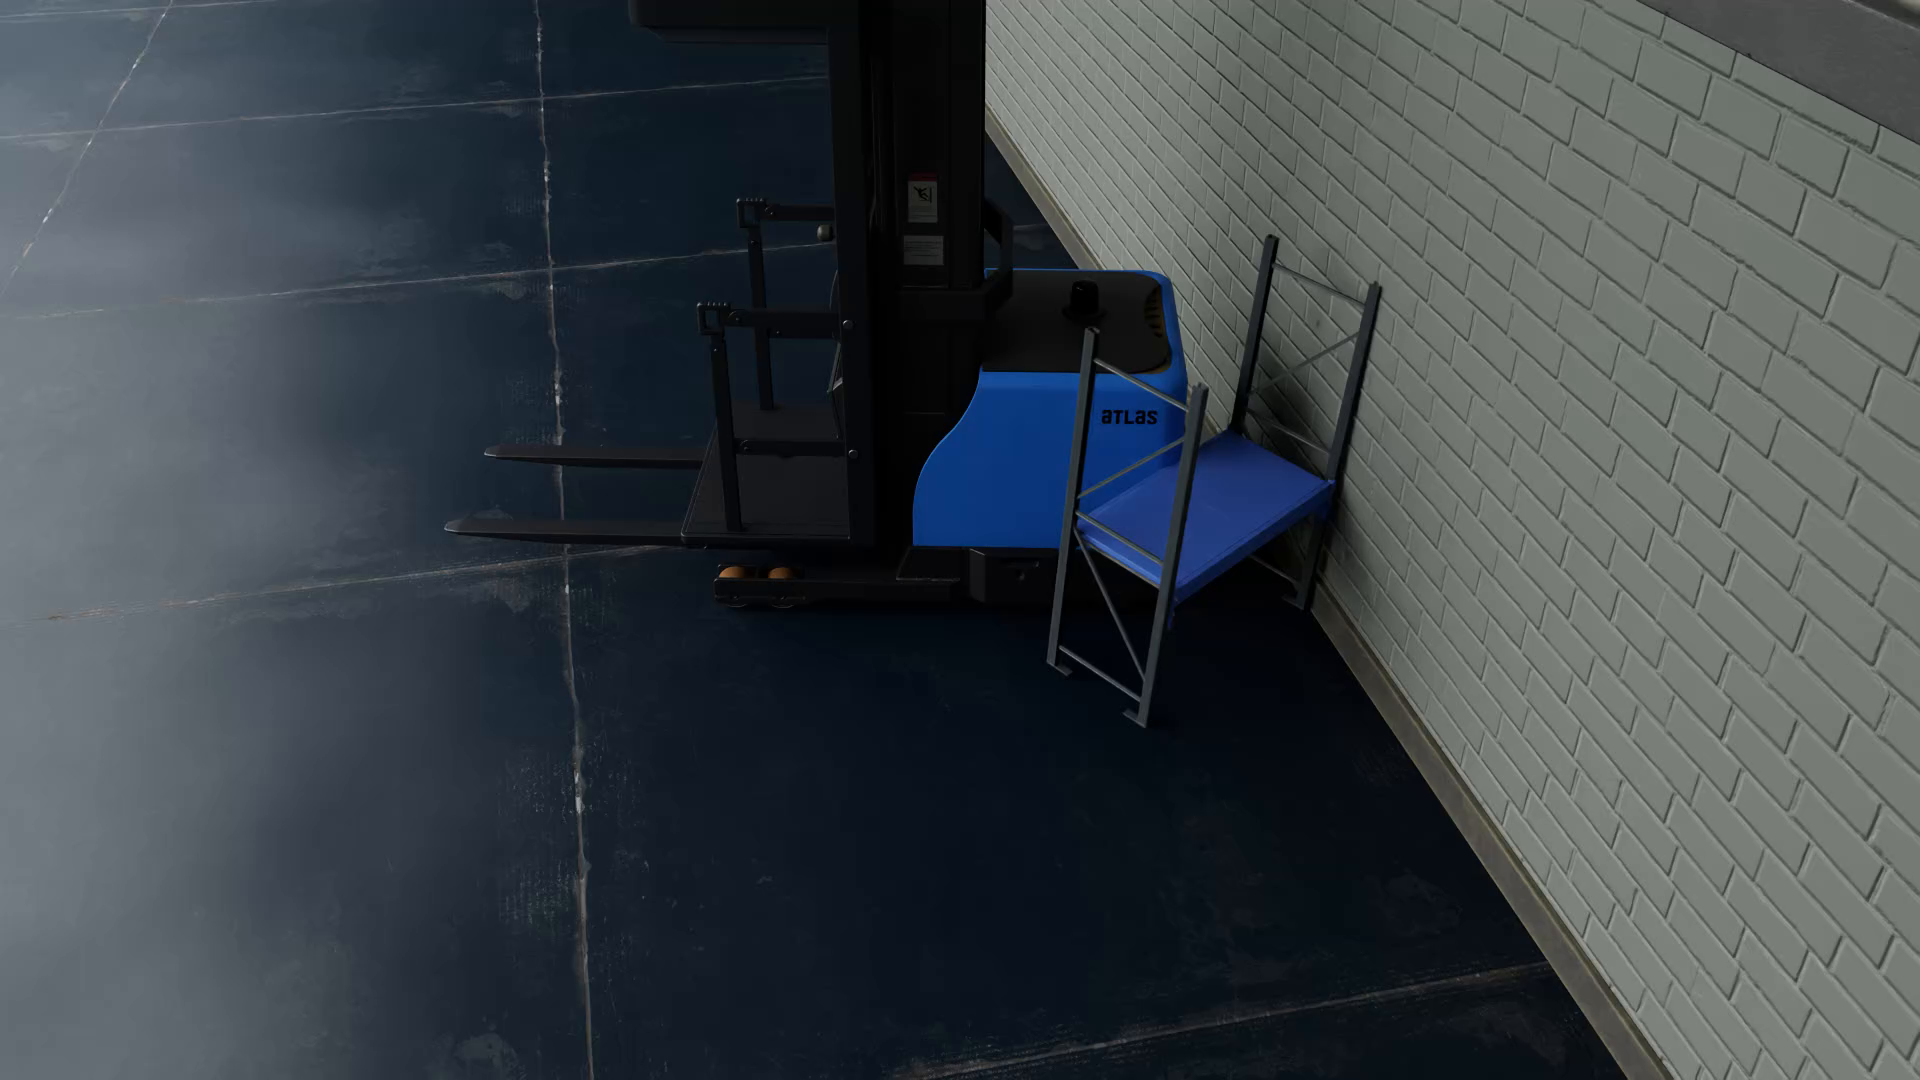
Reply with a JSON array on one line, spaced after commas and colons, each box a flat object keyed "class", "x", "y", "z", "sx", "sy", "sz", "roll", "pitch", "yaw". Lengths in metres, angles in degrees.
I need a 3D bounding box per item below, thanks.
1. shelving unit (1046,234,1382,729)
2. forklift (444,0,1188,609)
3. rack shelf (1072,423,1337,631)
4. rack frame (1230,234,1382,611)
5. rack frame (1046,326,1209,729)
[{"class": "shelving unit", "x": 0.921, "y": -0.214, "z": 6.179, "sx": 0.538, "sy": 1.500, "sz": 1.048, "roll": 33, "pitch": 46, "yaw": 32}, {"class": "forklift", "x": -0.622, "y": -1.229, "z": 6.452, "sx": 3.031, "sy": 2.935, "sz": 1.130, "roll": 1, "pitch": 34, "yaw": 2}, {"class": "rack shelf", "x": 0.911, "y": -0.072, "z": 6.290, "sx": 0.538, "sy": 0.185, "sz": 1.000, "roll": 33, "pitch": 46, "yaw": 32}, {"class": "rack frame", "x": 1.276, "y": -0.422, "z": 6.477, "sx": 0.500, "sy": 1.500, "sz": 0.032, "roll": 33, "pitch": 46, "yaw": 32}, {"class": "rack frame", "x": 0.565, "y": -0.005, "z": 5.881, "sx": 0.500, "sy": 1.500, "sz": 0.032, "roll": 33, "pitch": 46, "yaw": 32}]
